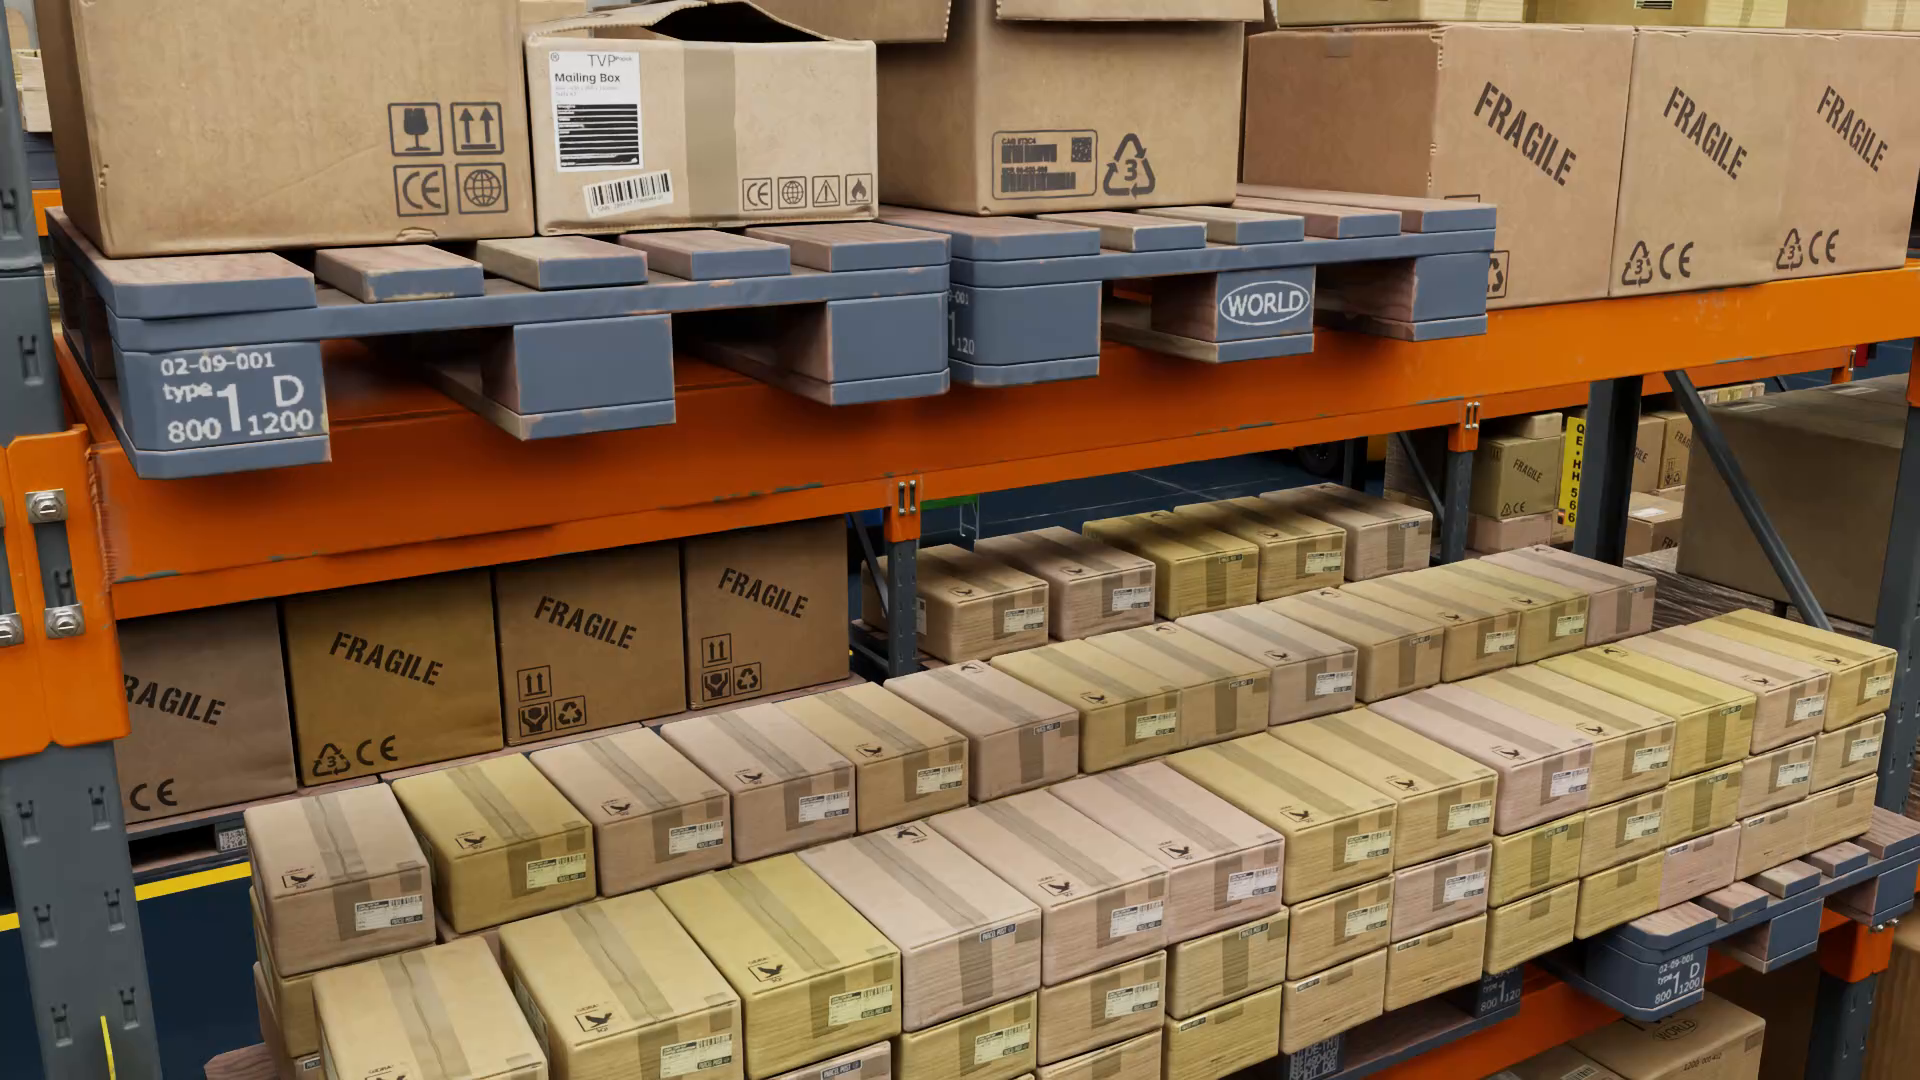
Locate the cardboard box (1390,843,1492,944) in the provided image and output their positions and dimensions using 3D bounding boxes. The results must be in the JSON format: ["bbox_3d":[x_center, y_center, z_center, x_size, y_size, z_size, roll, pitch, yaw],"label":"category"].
[{"bbox_3d":[0.814,0.620,3.278,0.250,0.149,0.380,-9,18,-28],"label":"cardboard box"}]

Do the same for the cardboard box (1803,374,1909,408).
[{"bbox_3d":[2.930,-0.170,4.921,0.500,0.500,0.700,-10,18,-31],"label":"cardboard box"}]

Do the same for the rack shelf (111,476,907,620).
[{"bbox_3d":[-2.243,-0.017,7.744,4.000,0.370,1.077,-9,18,-30],"label":"rack shelf"}]

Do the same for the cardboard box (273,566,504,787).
[{"bbox_3d":[-2.696,0.504,7.713,0.875,0.875,0.875,-9,18,-28],"label":"cardboard box"}]

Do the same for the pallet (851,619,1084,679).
[{"bbox_3d":[0.142,0.593,9.402,1.213,0.211,1.003,-9,18,-30],"label":"pallet"}]

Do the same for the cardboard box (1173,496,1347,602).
[{"bbox_3d":[1.838,0.040,10.299,0.625,0.372,0.950,-8,18,-26],"label":"cardboard box"}]

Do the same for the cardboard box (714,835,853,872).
[{"bbox_3d":[-0.410,0.611,3.309,0.250,0.149,0.380,-10,18,-32],"label":"cardboard box"}]

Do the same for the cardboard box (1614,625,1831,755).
[{"bbox_3d":[1.707,0.331,3.756,0.250,0.149,0.380,-9,18,-30],"label":"cardboard box"}]

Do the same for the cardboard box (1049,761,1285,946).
[{"bbox_3d":[0.361,0.550,2.975,0.250,0.149,0.380,-8,18,-28],"label":"cardboard box"}]

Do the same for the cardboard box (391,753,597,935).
[{"bbox_3d":[-0.848,0.540,3.011,0.250,0.149,0.380,-10,18,-31],"label":"cardboard box"}]

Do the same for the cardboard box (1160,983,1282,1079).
[{"bbox_3d":[0.370,0.834,3.065,0.250,0.149,0.380,-10,18,-31],"label":"cardboard box"}]

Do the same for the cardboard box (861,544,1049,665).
[{"bbox_3d":[-0.039,0.346,9.209,0.625,0.372,0.950,-11,19,-33],"label":"cardboard box"}]

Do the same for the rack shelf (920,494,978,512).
[{"bbox_3d":[-0.142,-0.262,11.748,0.480,0.148,0.258,-9,18,-30],"label":"rack shelf"}]

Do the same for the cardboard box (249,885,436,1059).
[{"bbox_3d":[-1.082,0.721,2.917,0.250,0.149,0.380,-9,18,-28],"label":"cardboard box"}]

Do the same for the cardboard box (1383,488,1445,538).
[{"bbox_3d":[3.269,-0.220,11.452,0.500,0.250,0.500,-8,18,-27],"label":"cardboard box"}]

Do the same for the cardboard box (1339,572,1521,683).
[{"bbox_3d":[1.170,0.213,4.178,0.250,0.149,0.380,-9,18,-30],"label":"cardboard box"}]

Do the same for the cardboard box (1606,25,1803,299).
[{"bbox_3d":[1.327,-0.792,3.434,0.500,0.500,0.500,-9,18,-30],"label":"cardboard box"}]

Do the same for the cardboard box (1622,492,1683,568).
[{"bbox_3d":[3.843,0.050,9.403,0.500,0.500,0.500,-9,18,-30],"label":"cardboard box"}]

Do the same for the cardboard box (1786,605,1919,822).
[{"bbox_3d":[2.631,0.442,4.590,0.500,0.500,0.500,-9,18,-29],"label":"cardboard box"}]

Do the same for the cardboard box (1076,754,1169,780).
[{"bbox_3d":[0.257,0.504,3.690,0.250,0.149,0.380,-8,18,-28],"label":"cardboard box"}]

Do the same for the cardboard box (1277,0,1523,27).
[{"bbox_3d":[0.803,-1.071,3.012,0.258,0.266,0.396,-9,18,-30],"label":"cardboard box"}]

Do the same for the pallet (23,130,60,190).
[{"bbox_3d":[-3.197,-1.576,6.772,1.217,0.209,0.805,-10,19,-32],"label":"pallet"}]

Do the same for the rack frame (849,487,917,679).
[{"bbox_3d":[-0.528,-0.641,8.639,0.127,3.000,1.000,-9,18,-30],"label":"rack frame"}]

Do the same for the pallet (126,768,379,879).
[{"bbox_3d":[-3.334,1.133,7.477,1.213,0.211,1.003,-9,18,-30],"label":"pallet"}]

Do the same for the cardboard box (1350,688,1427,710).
[{"bbox_3d":[0.915,0.398,4.070,0.250,0.149,0.380,-9,18,-29],"label":"cardboard box"}]

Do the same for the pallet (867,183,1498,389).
[{"bbox_3d":[0.150,-0.514,2.975,1.003,0.211,1.213,-9,18,-30],"label":"pallet"}]

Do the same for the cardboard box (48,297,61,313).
[{"bbox_3d":[-3.703,-0.735,6.936,0.500,0.500,0.500,-9,18,-28],"label":"cardboard box"}]

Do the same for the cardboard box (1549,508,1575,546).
[{"bbox_3d":[3.997,-0.172,11.281,0.500,0.250,0.500,-8,18,-27],"label":"cardboard box"}]

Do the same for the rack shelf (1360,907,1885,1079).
[{"bbox_3d":[0.393,1.115,3.709,4.000,0.370,1.077,-9,18,-30],"label":"rack shelf"}]

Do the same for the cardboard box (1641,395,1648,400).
[{"bbox_3d":[5.029,-0.867,12.372,0.500,0.500,0.500,-10,19,-32],"label":"cardboard box"}]

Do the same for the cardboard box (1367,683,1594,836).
[{"bbox_3d":[1.046,0.438,3.376,0.250,0.149,0.380,-9,18,-30],"label":"cardboard box"}]

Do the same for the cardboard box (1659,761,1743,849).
[{"bbox_3d":[1.467,0.514,3.653,0.250,0.149,0.380,-9,18,-28],"label":"cardboard box"}]

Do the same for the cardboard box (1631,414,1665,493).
[{"bbox_3d":[4.443,-0.605,11.436,0.500,0.500,0.500,-8,18,-27],"label":"cardboard box"}]

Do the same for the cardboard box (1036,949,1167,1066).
[{"bbox_3d":[0.148,0.727,2.896,0.250,0.149,0.380,-8,18,-27],"label":"cardboard box"}]

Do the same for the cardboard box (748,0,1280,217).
[{"bbox_3d":[0.071,-0.834,2.802,0.637,0.503,0.797,-9,18,-30],"label":"cardboard box"}]

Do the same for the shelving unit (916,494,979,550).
[{"bbox_3d":[-0.142,-0.555,11.666,0.503,1.200,0.258,-9,18,-30],"label":"shelving unit"}]

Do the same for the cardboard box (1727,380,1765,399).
[{"bbox_3d":[5.497,-1.066,11.882,0.250,0.149,0.380,-9,18,-28],"label":"cardboard box"}]

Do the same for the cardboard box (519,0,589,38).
[{"bbox_3d":[-1.890,-2.024,7.051,0.500,0.500,0.500,-9,18,-29],"label":"cardboard box"}]

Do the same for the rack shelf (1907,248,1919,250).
[{"bbox_3d":[3.822,-0.886,5.287,4.000,0.370,1.077,-9,18,-30],"label":"rack shelf"}]

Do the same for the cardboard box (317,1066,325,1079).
[{"bbox_3d":[-0.747,0.873,2.373,0.250,0.149,0.380,-9,18,-29],"label":"cardboard box"}]

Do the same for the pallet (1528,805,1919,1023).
[{"bbox_3d":[1.552,0.706,4.188,1.003,0.211,1.213,-9,18,-30],"label":"pallet"}]

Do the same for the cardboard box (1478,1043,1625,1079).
[{"bbox_3d":[1.229,1.359,3.968,0.500,0.250,0.500,-9,18,-29],"label":"cardboard box"}]

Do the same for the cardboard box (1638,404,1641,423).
[{"bbox_3d":[4.352,-0.882,11.223,0.250,0.149,0.380,-8,18,-27],"label":"cardboard box"}]

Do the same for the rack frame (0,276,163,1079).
[{"bbox_3d":[-1.321,1.046,2.620,0.127,3.000,1.000,-9,18,-30],"label":"rack frame"}]

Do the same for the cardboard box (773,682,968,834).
[{"bbox_3d":[-0.188,0.435,3.387,0.250,0.149,0.380,-10,18,-32],"label":"cardboard box"}]

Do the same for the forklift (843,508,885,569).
[{"bbox_3d":[-2.071,-1.189,10.721,3.031,2.935,1.130,-6,17,-22],"label":"forklift"}]

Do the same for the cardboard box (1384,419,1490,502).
[{"bbox_3d":[3.269,-0.581,11.351,0.500,0.500,0.500,-9,18,-30],"label":"cardboard box"}]

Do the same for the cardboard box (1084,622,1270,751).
[{"bbox_3d":[0.486,0.325,3.778,0.250,0.149,0.380,-9,18,-28],"label":"cardboard box"}]

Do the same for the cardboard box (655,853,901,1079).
[{"bbox_3d":[-0.290,0.655,2.601,0.250,0.149,0.380,-9,18,-29],"label":"cardboard box"}]

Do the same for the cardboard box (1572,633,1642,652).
[{"bbox_3d":[1.590,0.287,4.467,0.250,0.149,0.380,-8,18,-27],"label":"cardboard box"}]

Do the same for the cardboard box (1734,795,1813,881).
[{"bbox_3d":[1.708,0.618,3.835,0.250,0.149,0.380,-9,18,-30],"label":"cardboard box"}]

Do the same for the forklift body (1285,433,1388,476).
[{"bbox_3d":[3.084,-1.807,14.370,1.214,2.155,2.313,-9,18,-30],"label":"forklift body"}]

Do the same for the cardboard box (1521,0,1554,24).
[{"bbox_3d":[1.177,-1.307,3.853,0.258,0.266,0.396,-9,18,-30],"label":"cardboard box"}]

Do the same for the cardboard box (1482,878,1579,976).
[{"bbox_3d":[1.042,0.725,3.452,0.250,0.149,0.380,-10,19,-32],"label":"cardboard box"}]

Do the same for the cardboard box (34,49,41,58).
[{"bbox_3d":[-5.603,-2.969,10.337,0.250,0.149,0.380,-10,18,-31],"label":"cardboard box"}]
